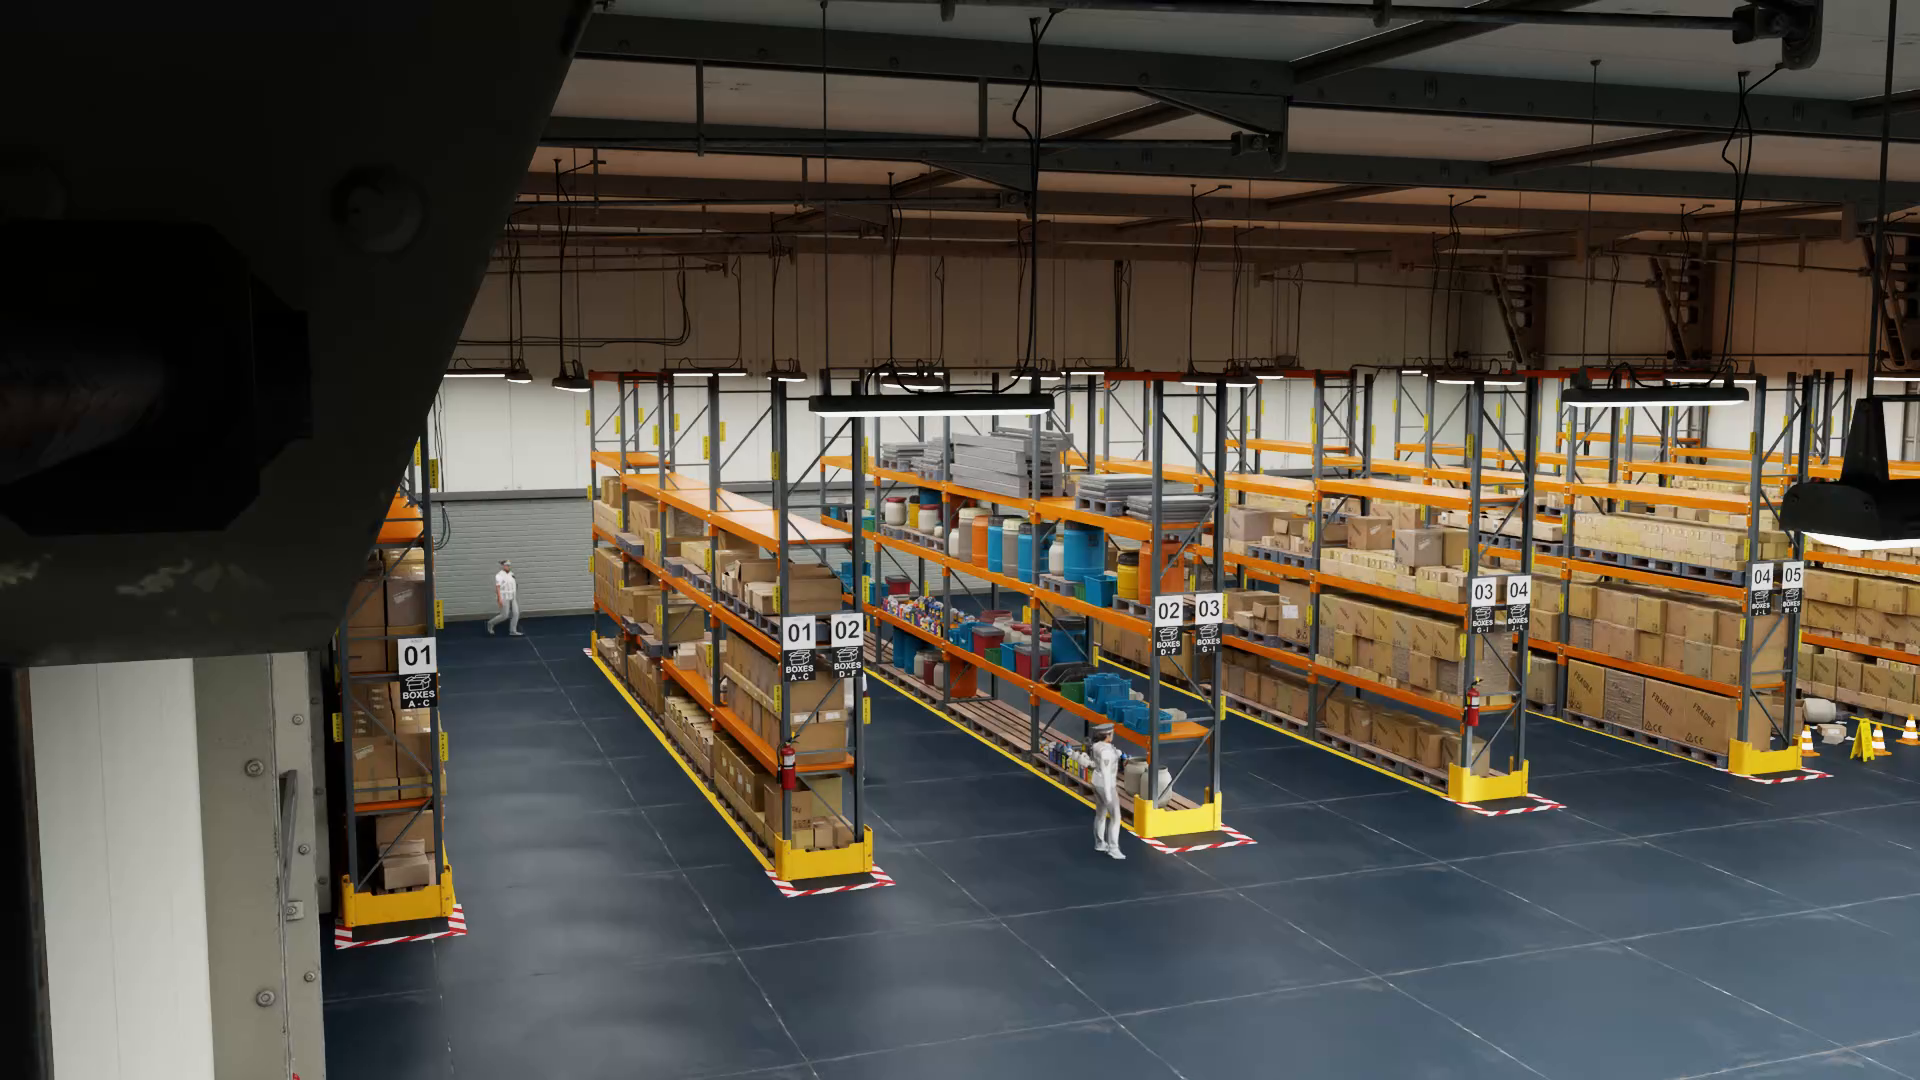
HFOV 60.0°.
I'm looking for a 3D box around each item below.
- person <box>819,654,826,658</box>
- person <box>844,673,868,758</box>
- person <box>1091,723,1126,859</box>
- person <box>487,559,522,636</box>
[{"bbox_3d":[-2.565,2.248,29.375,0.605,1.606,0.995,-3,7,-23],"label":"person"},{"bbox_3d":[-1.682,2.574,25.756,0.579,1.756,0.603,1,7,12],"label":"person"},{"bbox_3d":[1.871,3.186,21.110,0.371,1.713,0.581,-2,7,-18],"label":"person"},{"bbox_3d":[-10.218,1.288,37.369,0.719,1.741,0.600,2,7,19],"label":"person"}]
